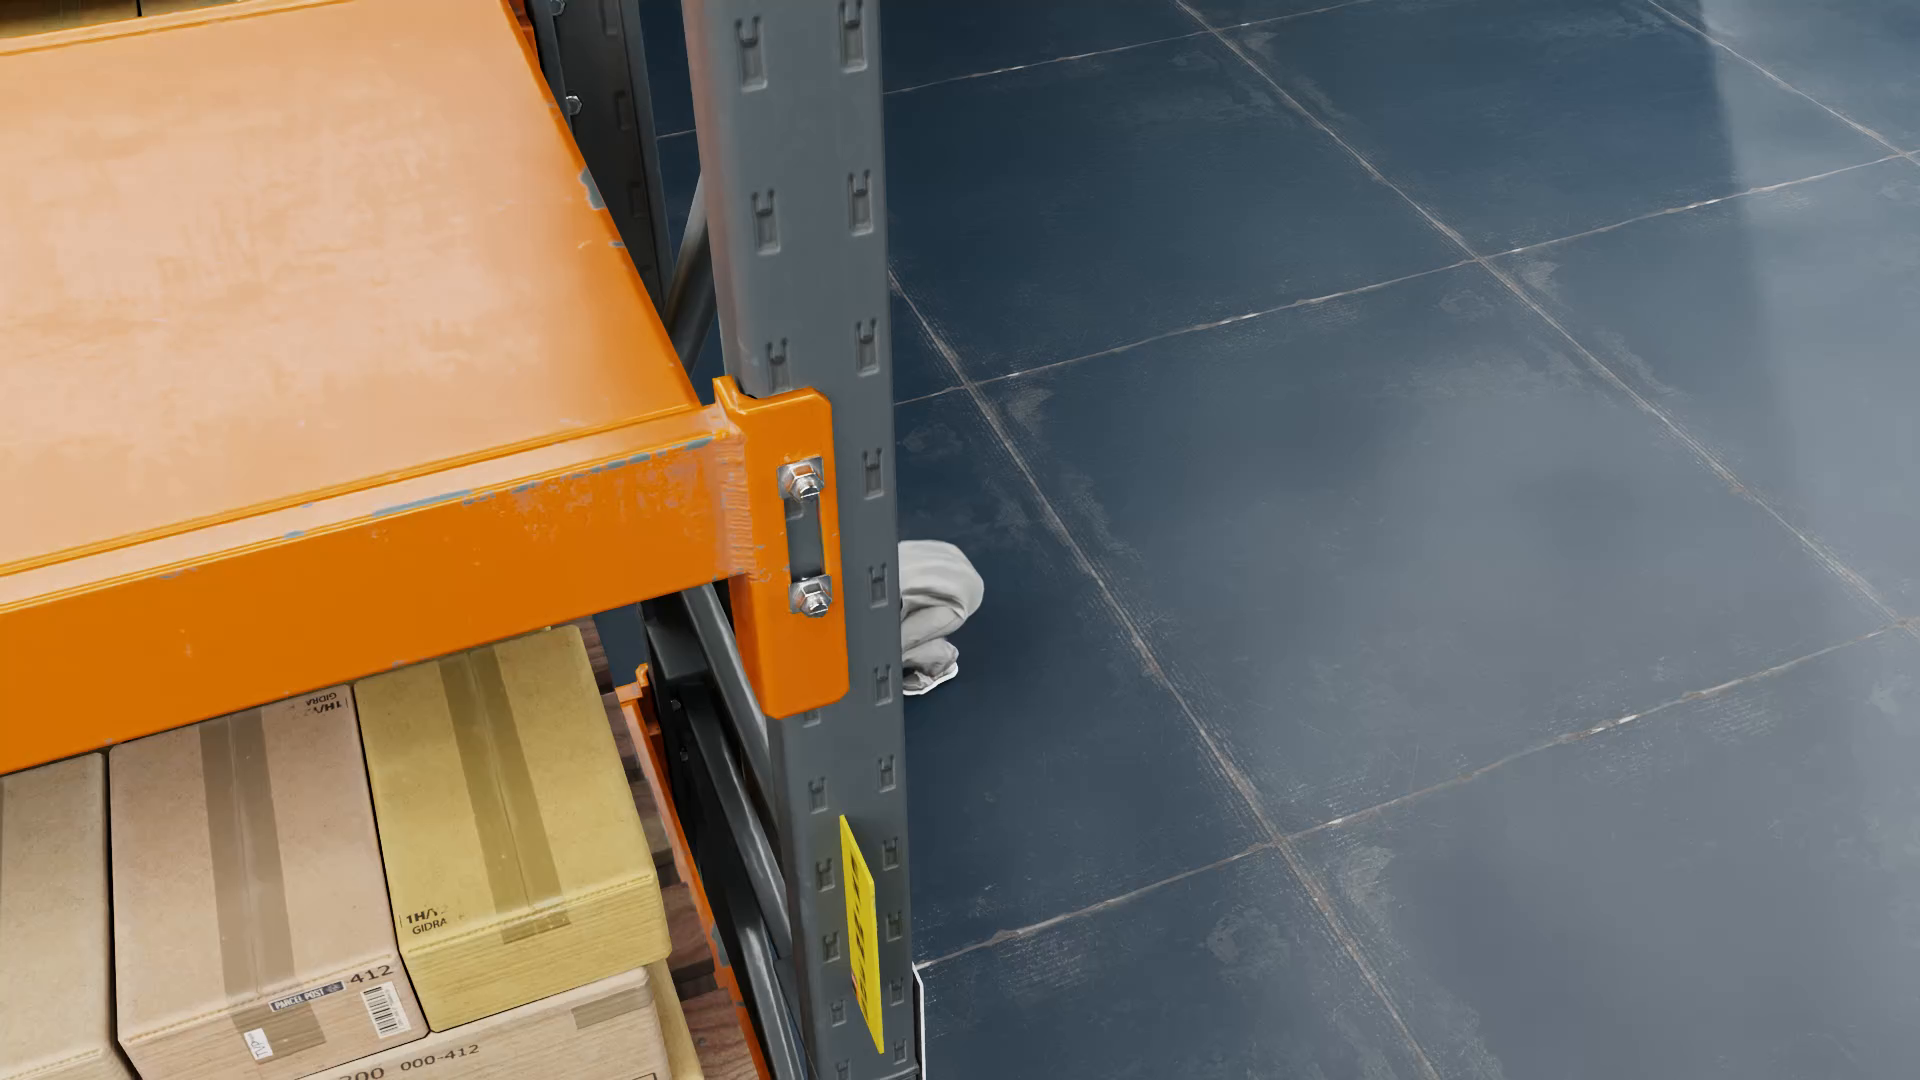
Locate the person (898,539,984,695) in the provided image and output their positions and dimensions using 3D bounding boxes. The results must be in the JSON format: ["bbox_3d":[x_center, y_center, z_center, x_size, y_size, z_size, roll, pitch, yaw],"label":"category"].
[{"bbox_3d":[-0.305,0.325,6.550,0.839,0.729,0.431,-16,45,-17],"label":"person"}]
